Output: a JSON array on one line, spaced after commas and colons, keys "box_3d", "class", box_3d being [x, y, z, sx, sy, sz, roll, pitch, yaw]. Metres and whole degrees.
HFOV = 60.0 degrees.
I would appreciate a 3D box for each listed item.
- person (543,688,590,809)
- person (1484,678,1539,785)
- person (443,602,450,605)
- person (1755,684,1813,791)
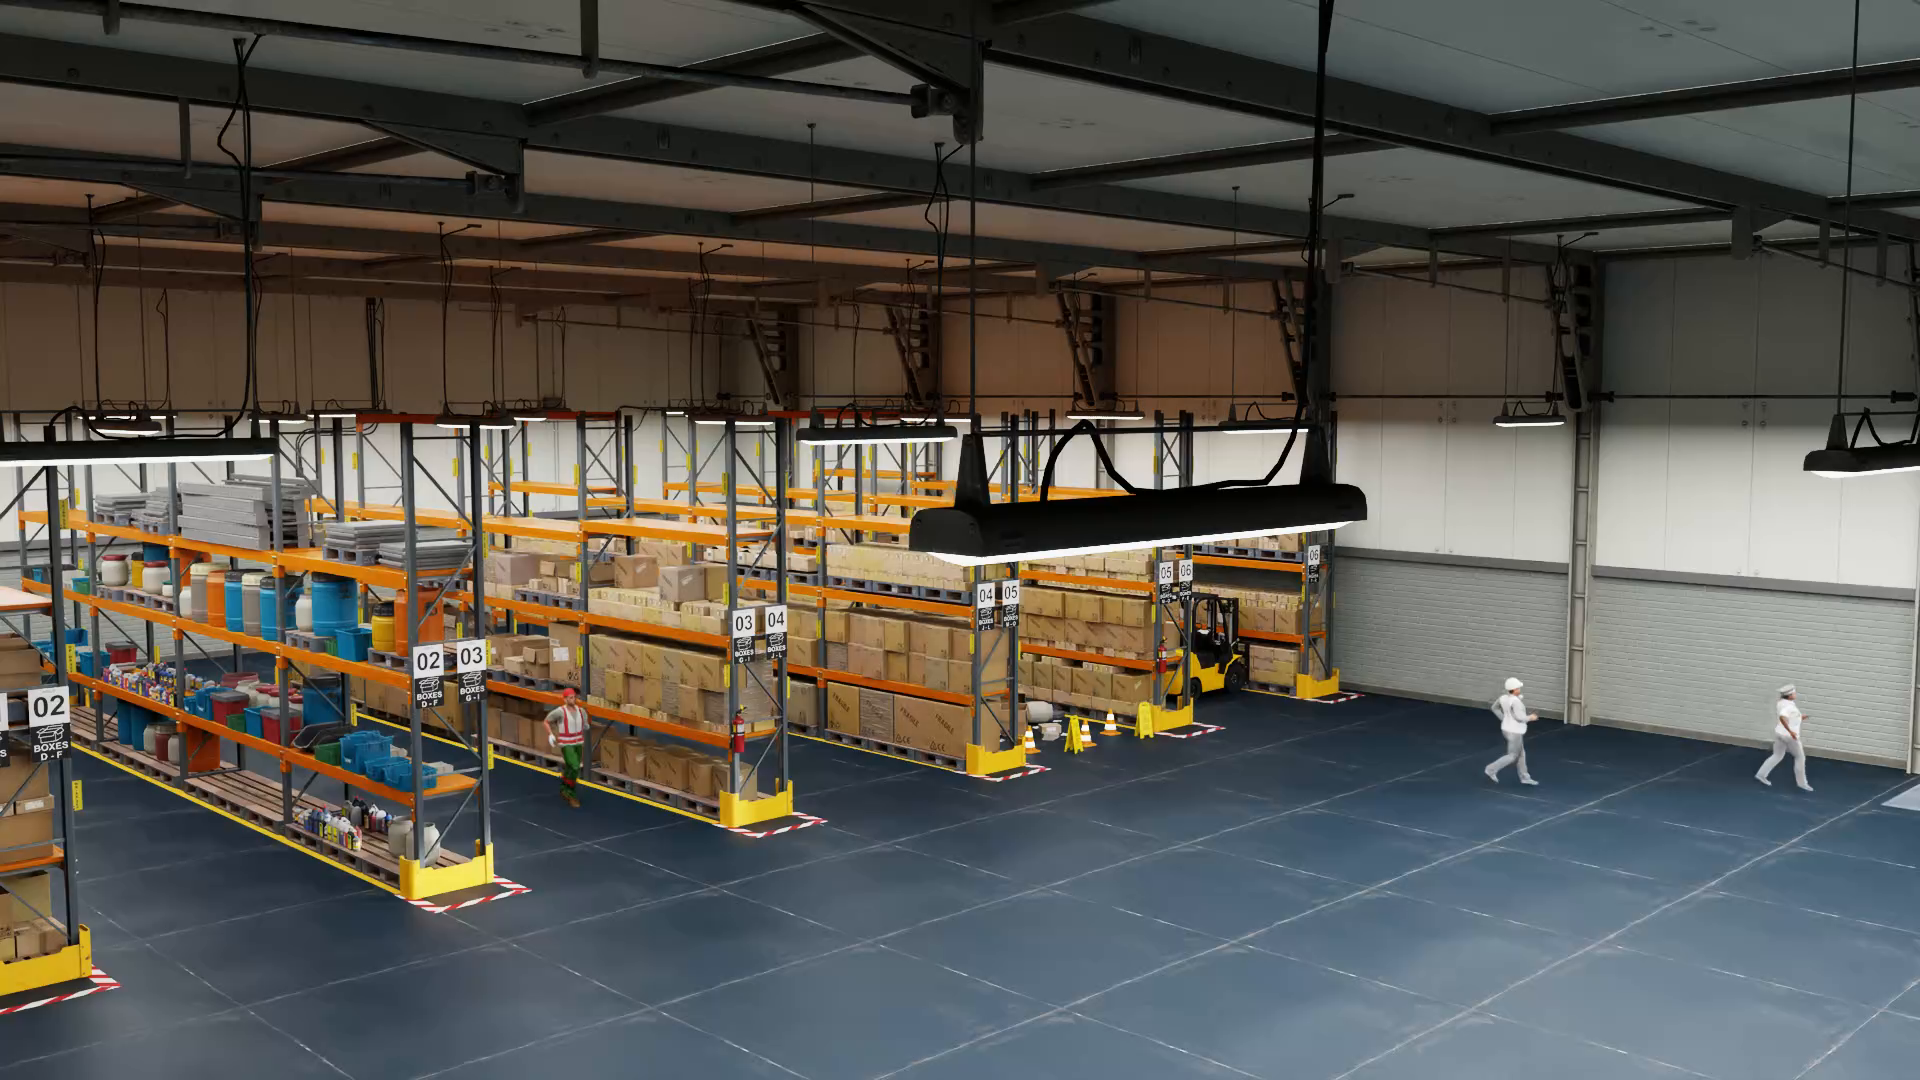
[{"box_3d": [-6.020, 3.206, 25.711, 0.774, 1.846, 0.643, 4, 6, 37], "class": "person"}, {"box_3d": [8.917, 3.104, 26.829, 0.954, 1.772, 0.662, 0, 5, -4], "class": "person"}, {"box_3d": [-12.010, 2.213, 38.782, 0.562, 1.526, 0.576, 0, 5, -1], "class": "person"}, {"box_3d": [13.237, 3.159, 26.618, 0.867, 1.721, 0.562, 0, 5, -3], "class": "person"}]
